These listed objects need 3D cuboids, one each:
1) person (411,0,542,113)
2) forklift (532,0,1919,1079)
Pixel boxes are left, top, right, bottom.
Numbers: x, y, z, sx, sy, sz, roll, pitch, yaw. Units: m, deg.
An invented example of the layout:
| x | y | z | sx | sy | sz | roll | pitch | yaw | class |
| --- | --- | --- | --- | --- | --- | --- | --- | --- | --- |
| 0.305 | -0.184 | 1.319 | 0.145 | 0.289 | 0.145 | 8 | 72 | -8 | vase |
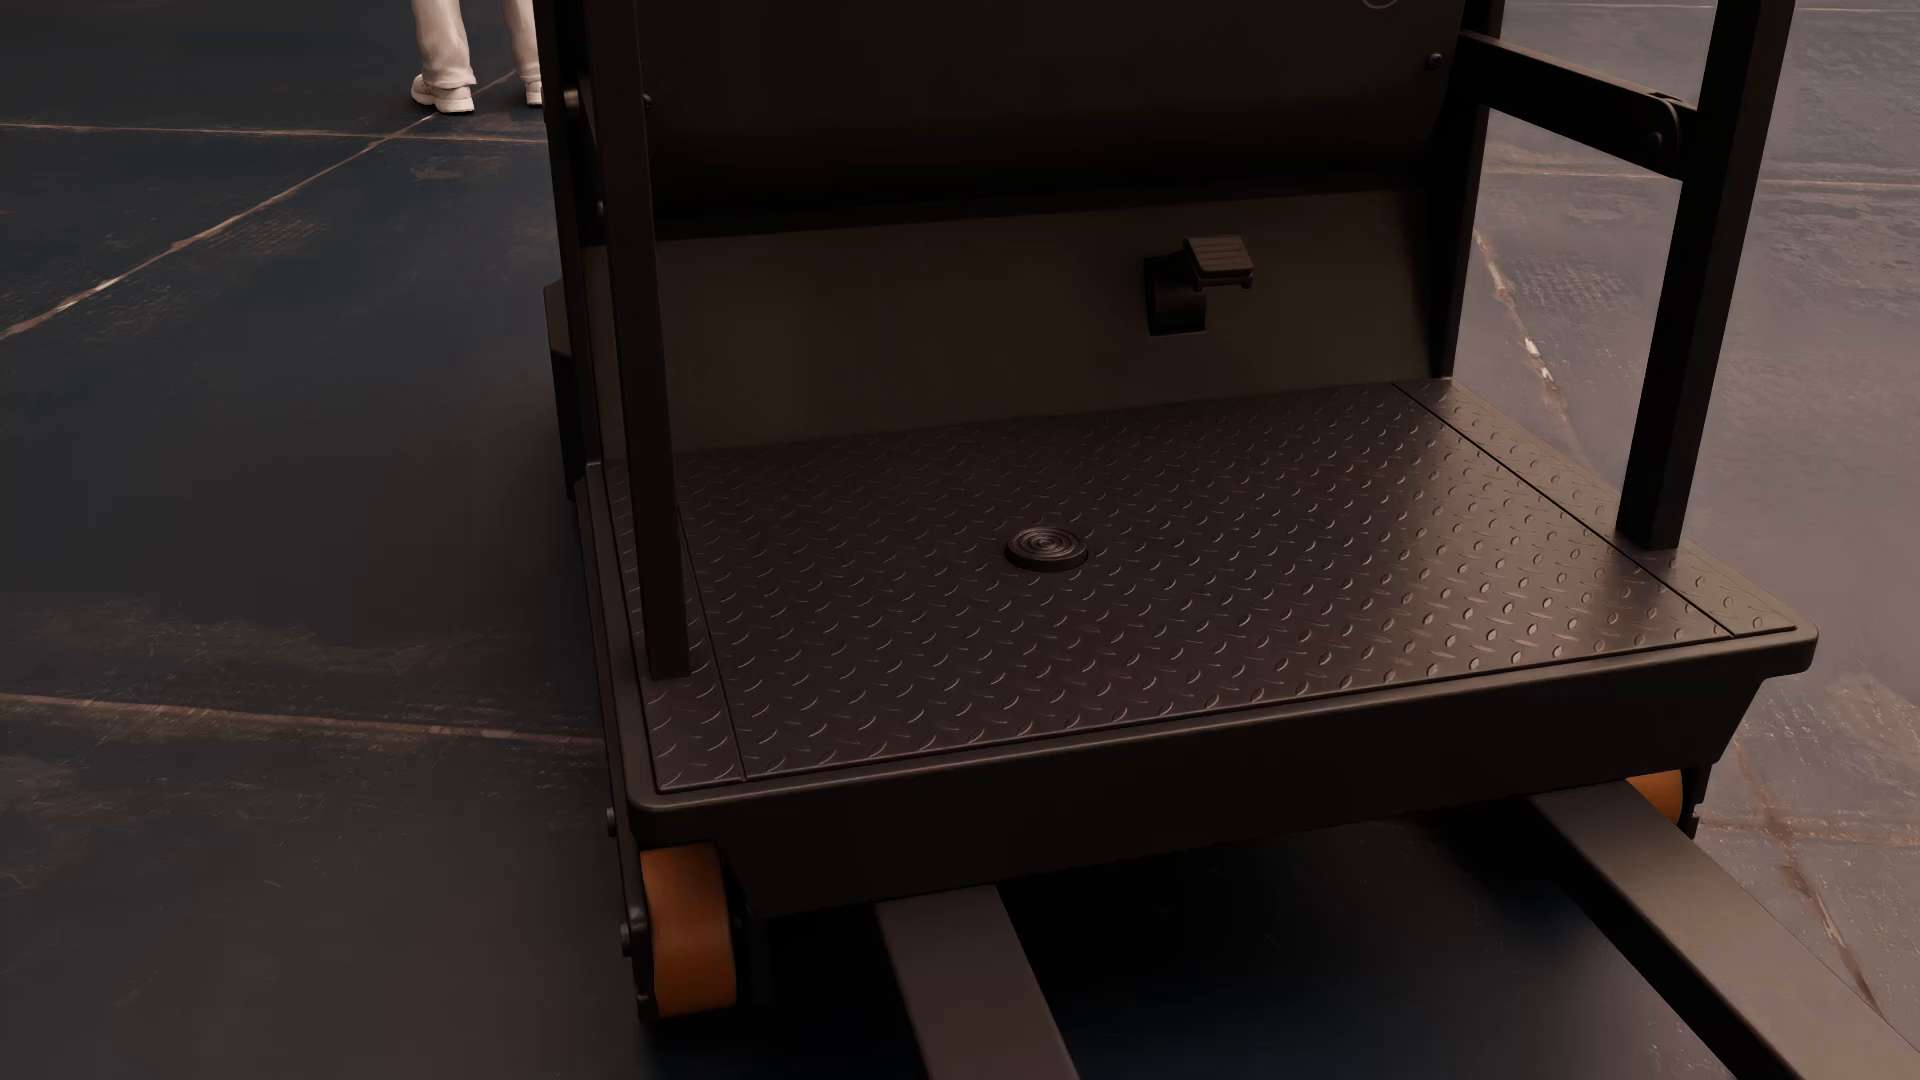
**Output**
| x | y | z | sx | sy | sz | roll | pitch | yaw | class |
| --- | --- | --- | --- | --- | --- | --- | --- | --- | --- |
| -1.522 | -2.180 | 4.882 | 0.656 | 1.775 | 0.425 | -13 | 29 | -24 | person |
| 0.153 | -1.049 | 1.319 | 1.130 | 2.935 | 3.031 | -7 | 27 | -13 | forklift |
